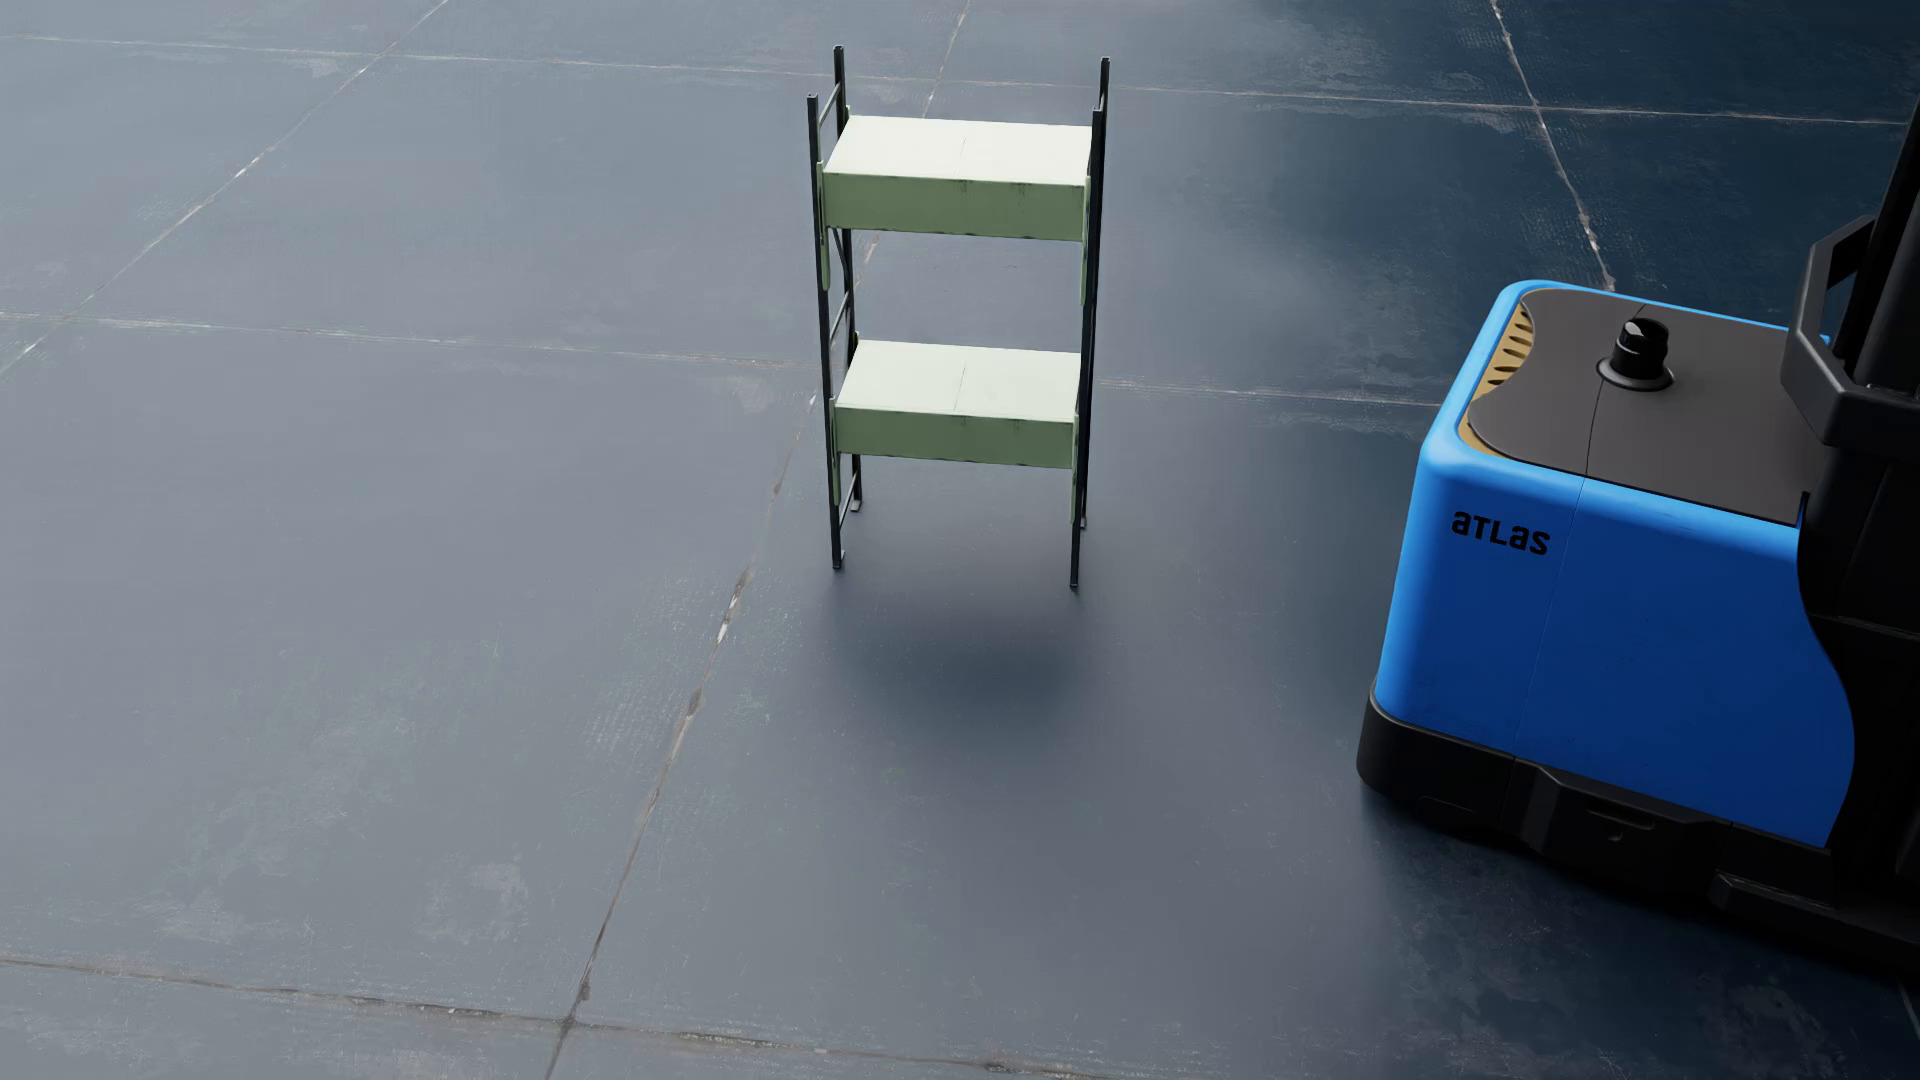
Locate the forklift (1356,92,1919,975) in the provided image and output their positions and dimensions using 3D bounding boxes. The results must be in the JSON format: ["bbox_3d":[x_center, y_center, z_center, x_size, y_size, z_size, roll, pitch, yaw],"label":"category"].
[{"bbox_3d":[2.577,-0.393,3.277,3.031,2.935,1.130,16,39,21],"label":"forklift"}]

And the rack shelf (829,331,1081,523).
[{"bbox_3d":[0.007,-0.345,5.003,0.720,0.370,0.431,4,36,6],"label":"rack shelf"}]

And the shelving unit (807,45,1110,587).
[{"bbox_3d":[0.007,-0.610,4.814,0.755,1.500,0.431,4,36,6],"label":"shelving unit"}]

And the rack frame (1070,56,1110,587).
[{"bbox_3d":[0.370,-0.583,4.776,0.023,1.500,0.400,4,36,6],"label":"rack frame"}]

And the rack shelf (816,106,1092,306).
[{"bbox_3d":[0.007,-0.928,4.587,0.720,0.370,0.431,4,36,6],"label":"rack shelf"}]

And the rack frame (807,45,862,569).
[{"bbox_3d":[-0.356,-0.637,4.852,0.023,1.500,0.400,4,36,6],"label":"rack frame"}]
